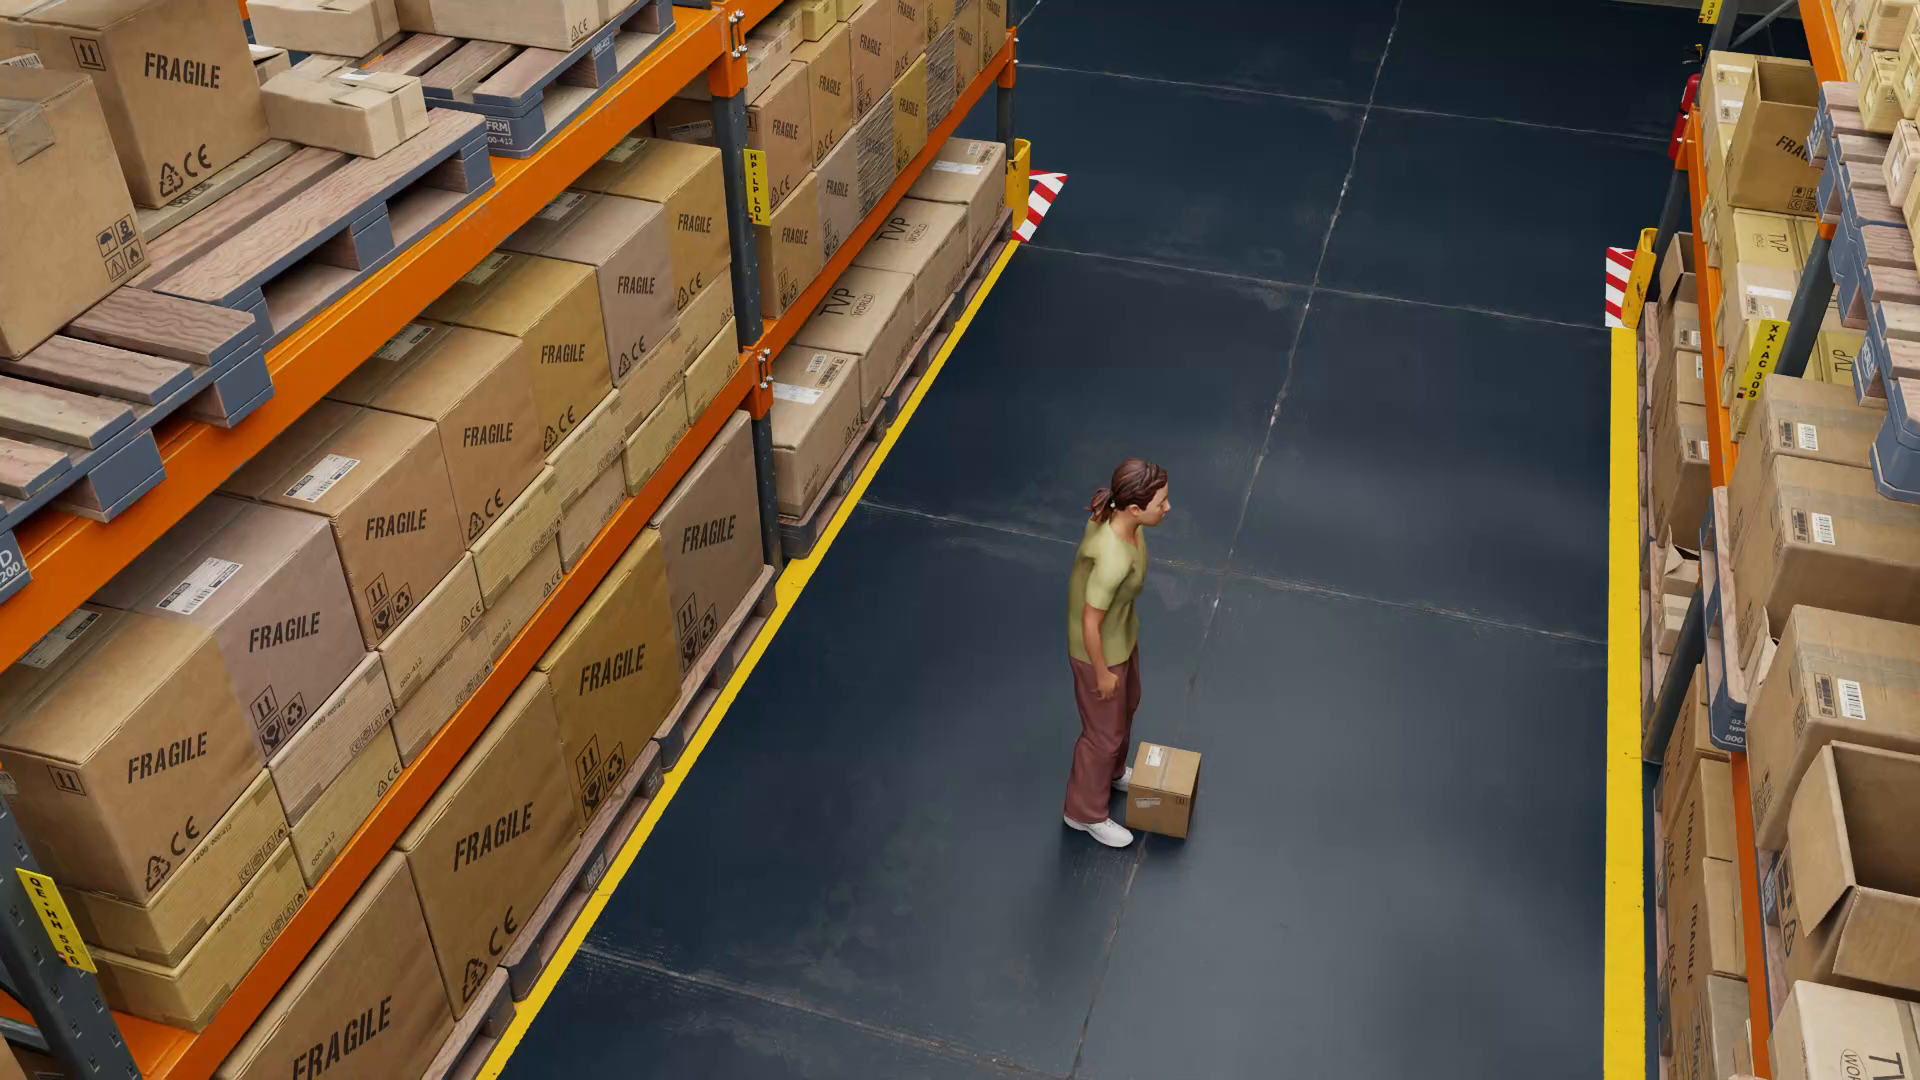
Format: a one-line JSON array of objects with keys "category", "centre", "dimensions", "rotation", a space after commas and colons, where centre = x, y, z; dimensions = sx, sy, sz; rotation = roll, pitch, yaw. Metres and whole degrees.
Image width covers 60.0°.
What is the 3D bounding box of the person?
[{"category": "person", "centre": [0.592, 0.403, 6.361], "dimensions": [0.371, 1.672, 0.521], "rotation": [9, 38, 11]}]
